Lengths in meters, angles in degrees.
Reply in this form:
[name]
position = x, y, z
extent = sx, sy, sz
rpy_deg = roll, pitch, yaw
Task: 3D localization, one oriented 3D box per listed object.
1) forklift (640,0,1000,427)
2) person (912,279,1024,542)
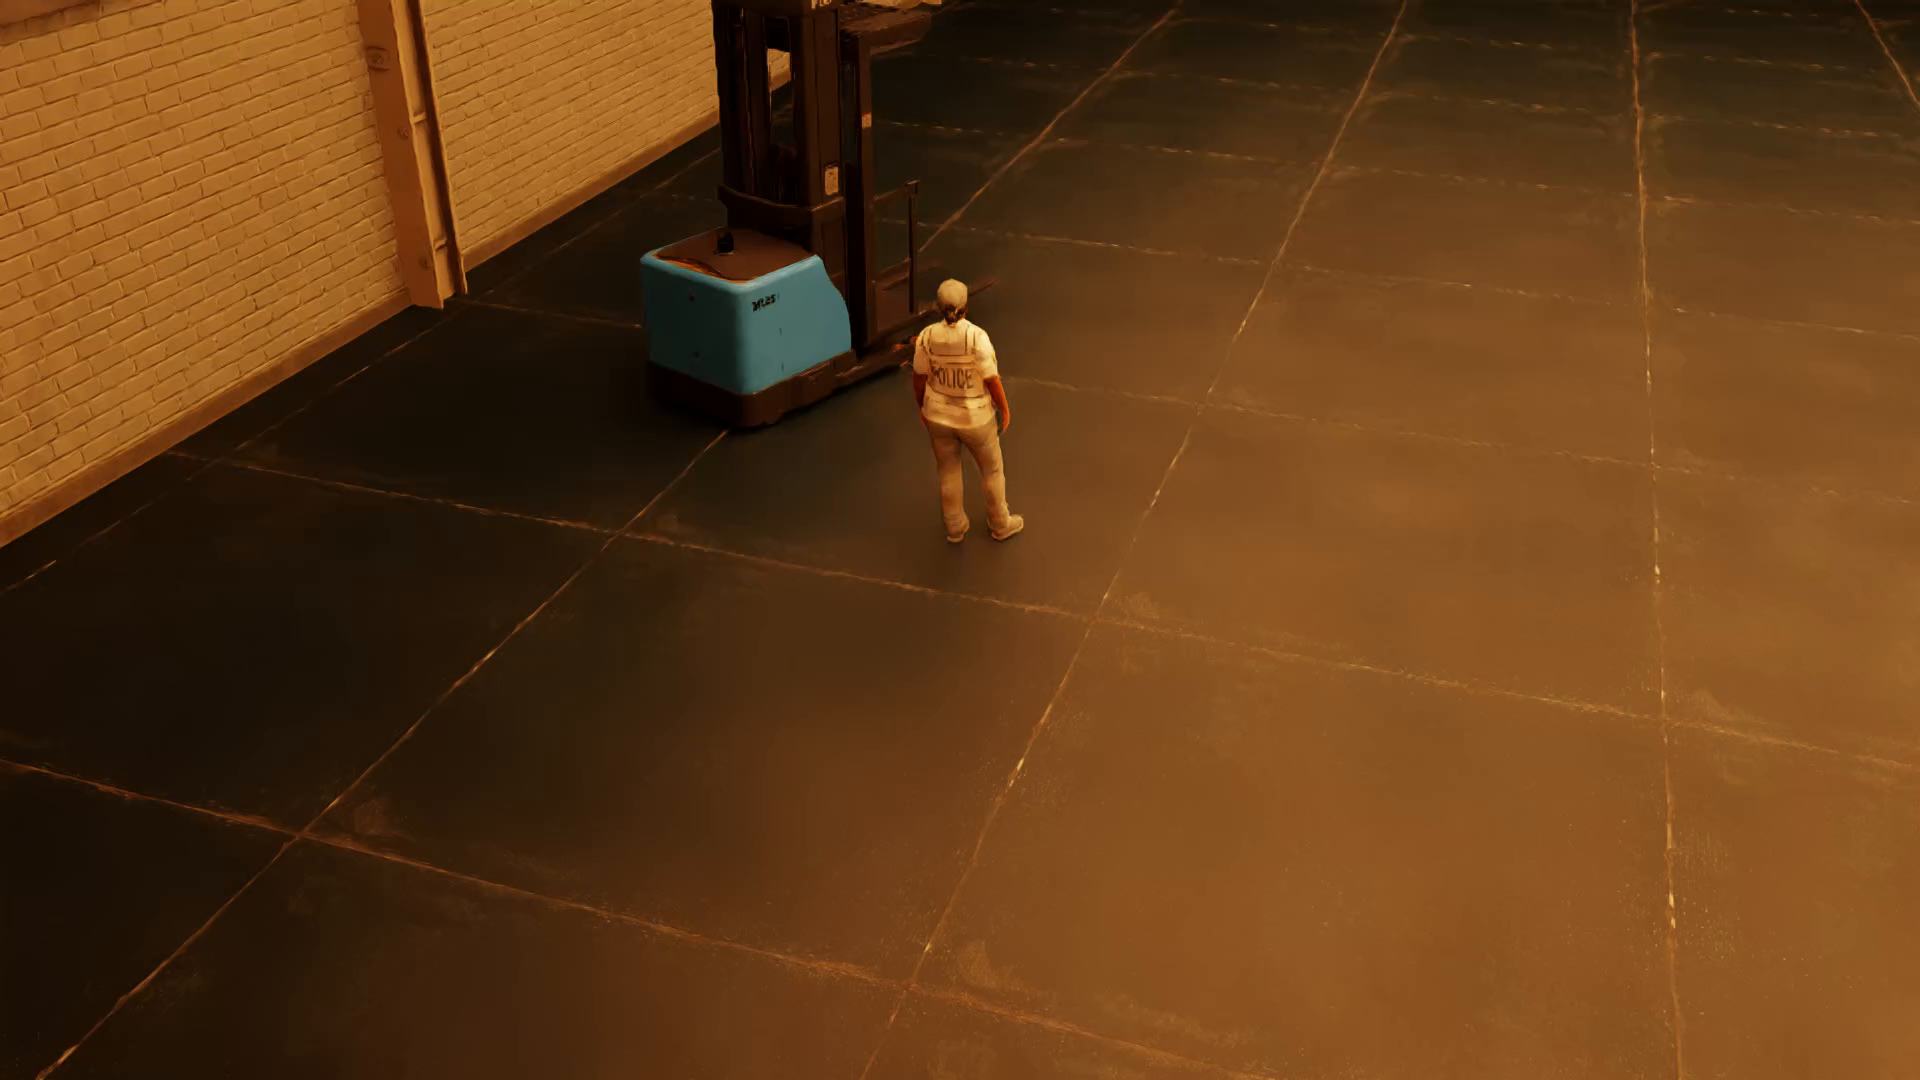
[forklift]
position = -0.890, -2.704, 11.880
extent = 1.130, 2.935, 3.031
rpy_deg = 22, 36, 33
[person]
position = 0.046, -0.762, 9.736
extent = 0.598, 1.669, 0.529
rpy_deg = 10, 31, 16
